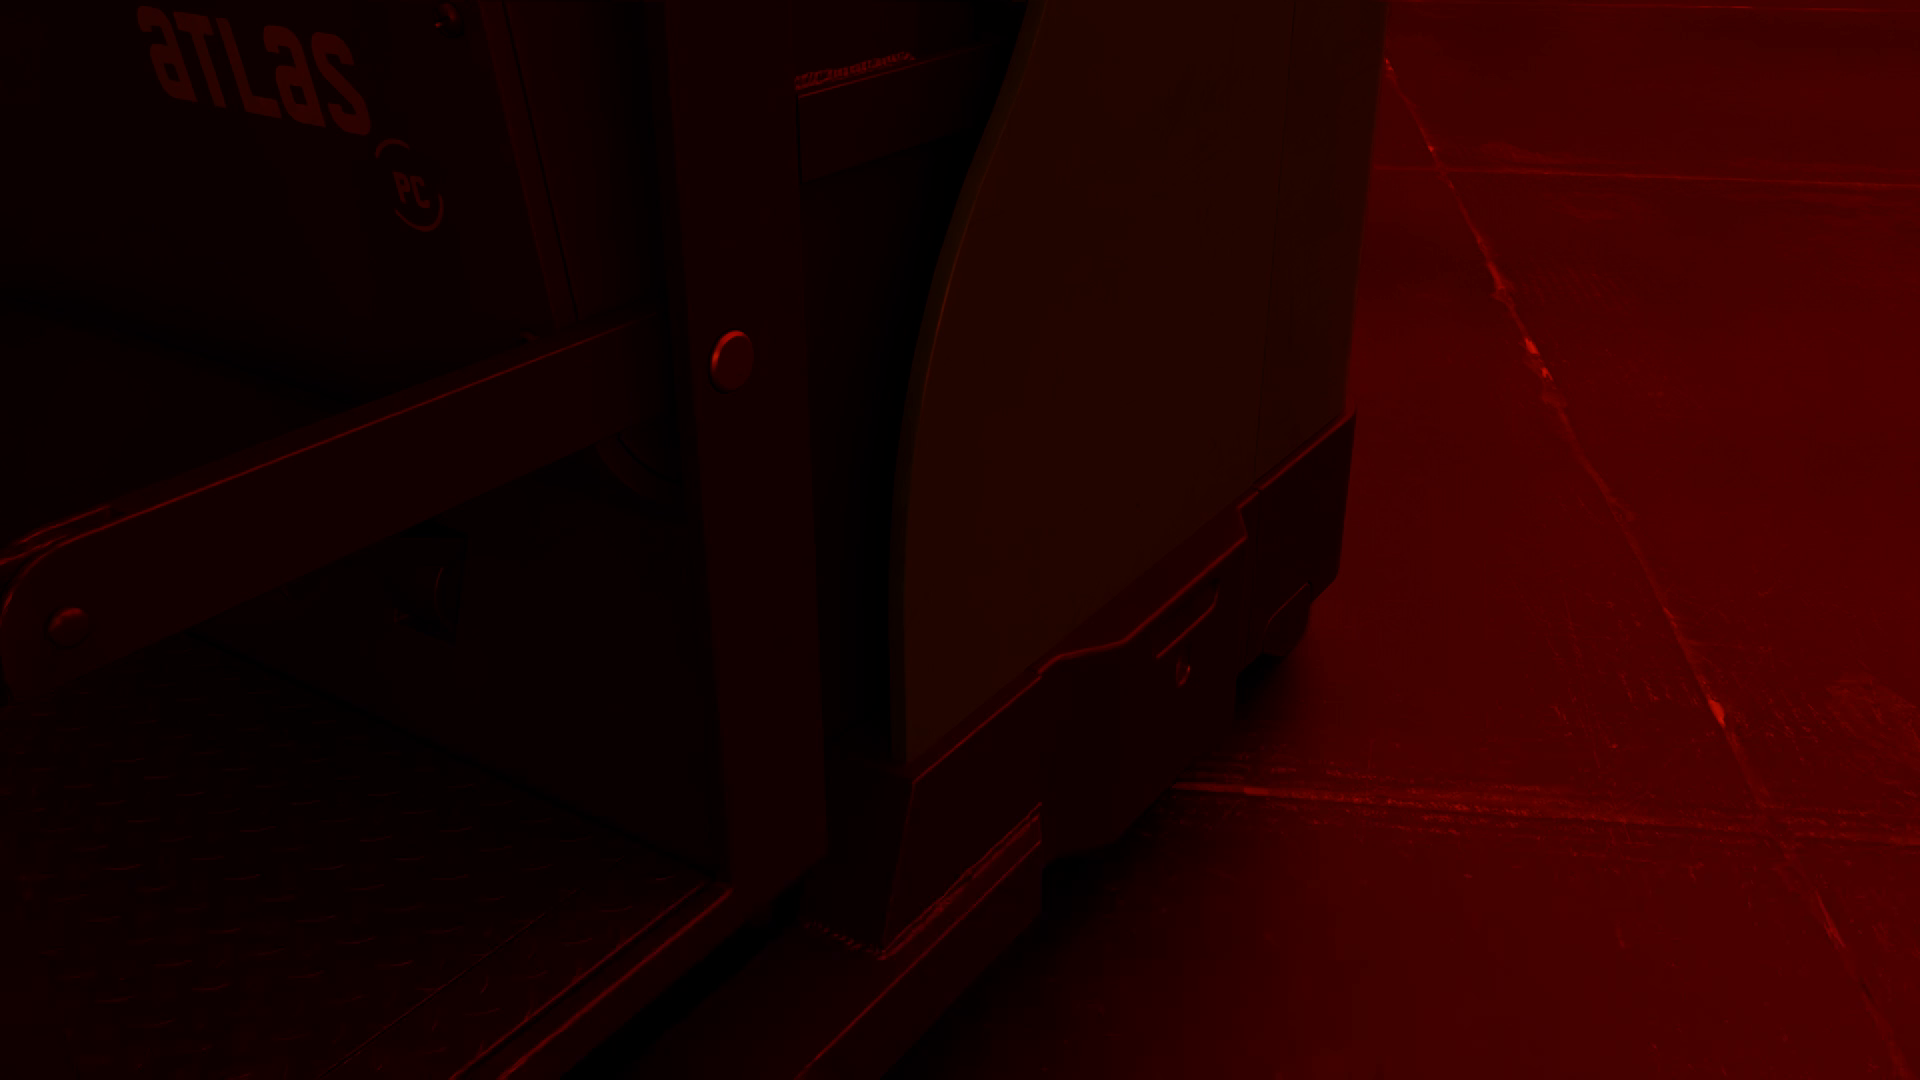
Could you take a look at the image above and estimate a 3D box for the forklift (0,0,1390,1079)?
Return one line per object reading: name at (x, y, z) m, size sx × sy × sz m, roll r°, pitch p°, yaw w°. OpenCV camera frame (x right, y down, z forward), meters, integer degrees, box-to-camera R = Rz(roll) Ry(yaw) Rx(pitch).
forklift at (-0.723, -0.800, 0.819) m, size 1.130 × 2.935 × 3.031 m, roll 17°, pitch 31°, yaw 30°
